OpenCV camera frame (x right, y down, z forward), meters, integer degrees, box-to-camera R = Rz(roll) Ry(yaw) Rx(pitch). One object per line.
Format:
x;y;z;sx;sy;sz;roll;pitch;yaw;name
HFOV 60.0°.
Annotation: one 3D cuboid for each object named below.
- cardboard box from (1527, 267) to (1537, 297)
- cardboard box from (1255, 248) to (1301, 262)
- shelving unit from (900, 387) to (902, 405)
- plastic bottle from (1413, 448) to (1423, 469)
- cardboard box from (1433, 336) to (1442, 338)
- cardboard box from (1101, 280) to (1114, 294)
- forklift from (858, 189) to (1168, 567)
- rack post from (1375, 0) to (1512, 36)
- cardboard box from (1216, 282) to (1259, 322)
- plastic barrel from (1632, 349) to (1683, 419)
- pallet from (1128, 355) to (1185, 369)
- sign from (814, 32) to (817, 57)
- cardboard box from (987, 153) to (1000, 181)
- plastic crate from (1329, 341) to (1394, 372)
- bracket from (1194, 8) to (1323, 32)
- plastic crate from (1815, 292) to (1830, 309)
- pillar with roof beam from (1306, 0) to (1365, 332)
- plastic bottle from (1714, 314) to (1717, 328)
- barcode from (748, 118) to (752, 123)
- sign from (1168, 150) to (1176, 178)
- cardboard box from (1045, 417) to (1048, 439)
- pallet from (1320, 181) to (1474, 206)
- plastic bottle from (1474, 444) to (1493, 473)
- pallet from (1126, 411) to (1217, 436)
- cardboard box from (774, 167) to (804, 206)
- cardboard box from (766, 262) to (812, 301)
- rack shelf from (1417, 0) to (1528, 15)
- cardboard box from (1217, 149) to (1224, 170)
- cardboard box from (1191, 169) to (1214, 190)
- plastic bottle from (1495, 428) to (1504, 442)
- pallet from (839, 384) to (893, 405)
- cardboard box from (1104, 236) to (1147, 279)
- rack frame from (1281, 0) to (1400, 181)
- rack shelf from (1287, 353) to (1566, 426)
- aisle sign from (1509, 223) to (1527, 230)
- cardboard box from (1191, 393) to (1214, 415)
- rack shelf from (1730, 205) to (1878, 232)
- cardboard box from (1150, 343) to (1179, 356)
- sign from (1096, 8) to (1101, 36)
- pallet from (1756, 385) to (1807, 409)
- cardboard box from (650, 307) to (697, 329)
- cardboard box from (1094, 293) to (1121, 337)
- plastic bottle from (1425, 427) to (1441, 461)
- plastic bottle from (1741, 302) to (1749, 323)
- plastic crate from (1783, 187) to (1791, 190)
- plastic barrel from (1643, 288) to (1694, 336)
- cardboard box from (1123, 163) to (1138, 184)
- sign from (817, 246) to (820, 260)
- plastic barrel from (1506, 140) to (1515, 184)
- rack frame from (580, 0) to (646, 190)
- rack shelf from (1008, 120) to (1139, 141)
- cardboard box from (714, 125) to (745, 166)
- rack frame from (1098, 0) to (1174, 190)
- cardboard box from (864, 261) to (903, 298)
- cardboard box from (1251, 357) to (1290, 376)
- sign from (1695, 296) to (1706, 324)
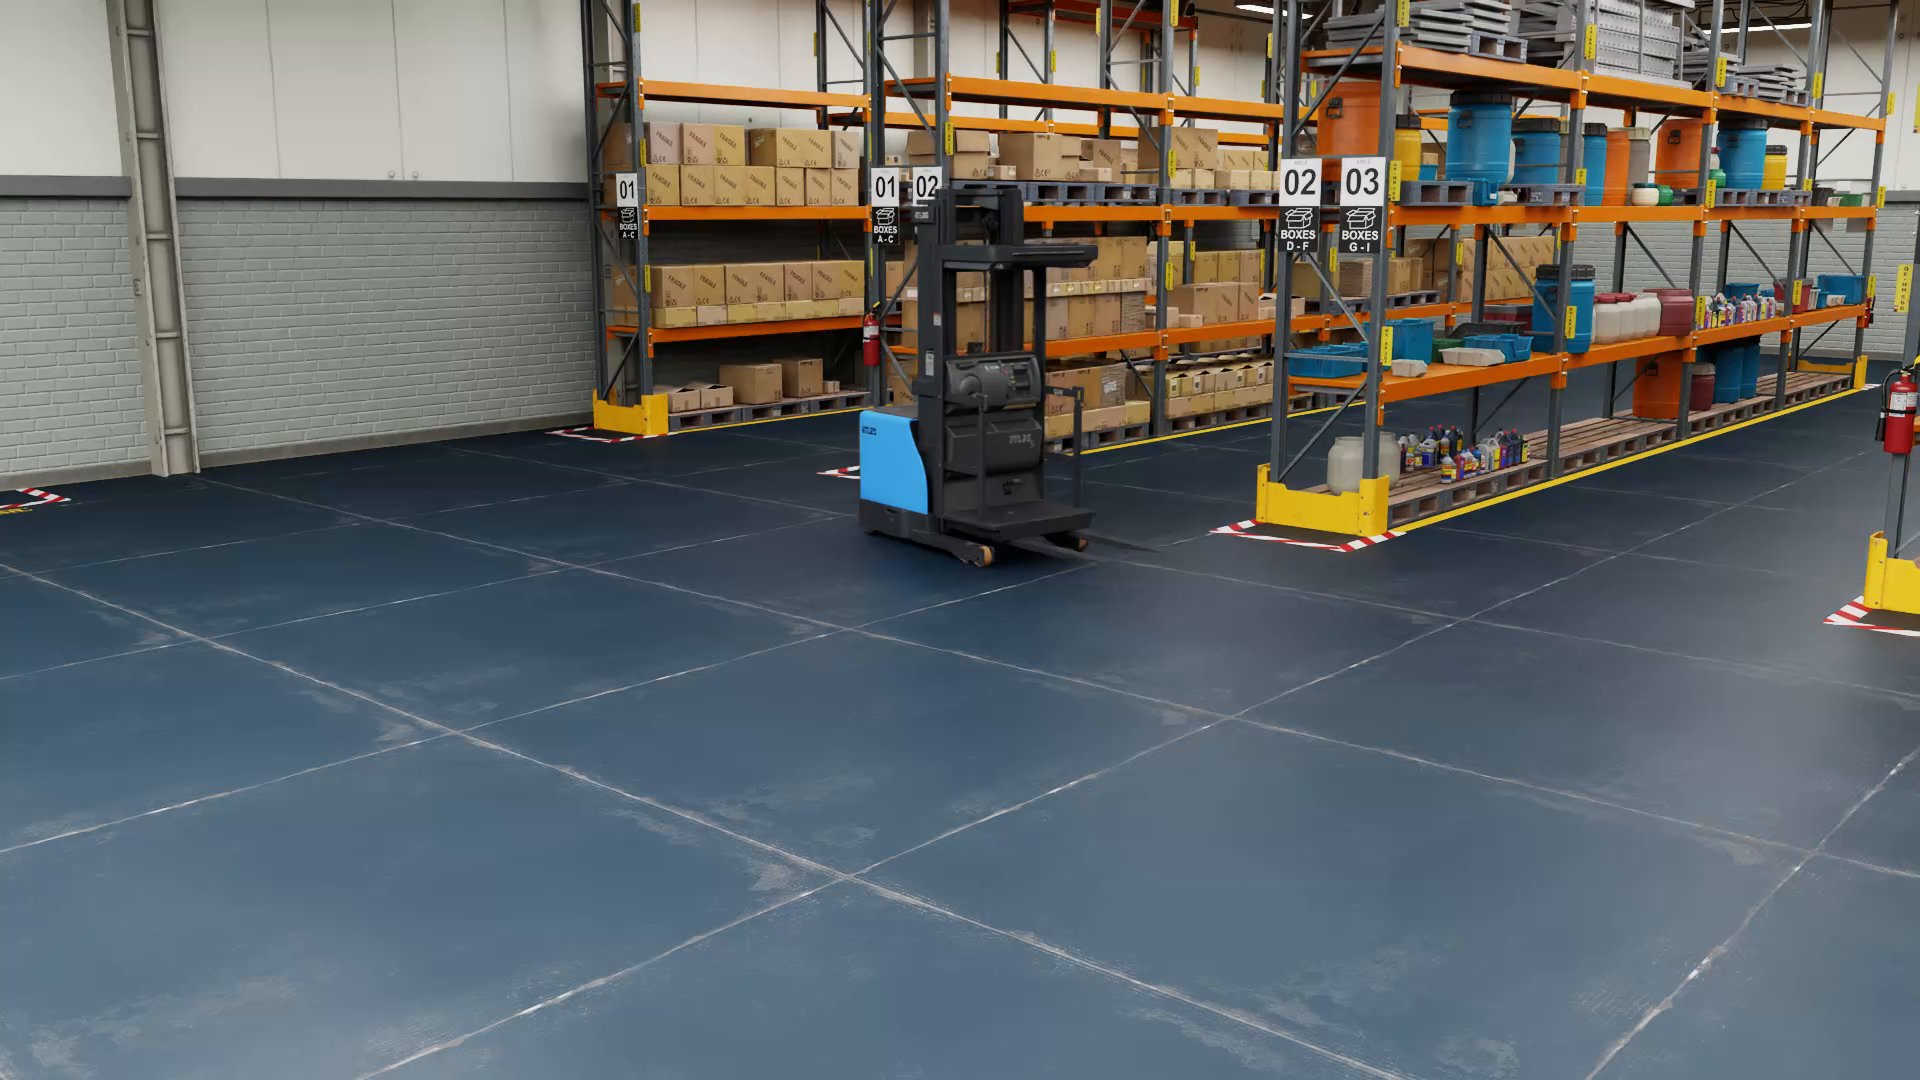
9.607;-4.442;28.539;0.500;0.500;0.500;10;15;41;cardboard box
5.986;-5.282;32.231;0.980;0.700;0.700;11;16;43;cardboard box
-0.436;-0.774;15.023;0.189;1.200;0.258;0;11;0;shelving unit
4.582;-0.816;16.660;0.097;0.201;0.097;0;11;0;plastic bottle
7.561;-3.093;27.297;0.500;0.500;0.500;10;15;40;cardboard box
1.590;-2.991;19.618;0.380;0.149;0.250;10;15;40;cardboard box
0.405;-1.332;13.399;1.130;2.935;3.031;-8;14;-36;forklift
4.450;-4.770;15.311;0.937;0.300;0.954;9;15;39;rack post
3.662;-3.194;22.290;0.500;0.500;0.500;9;14;37;cardboard box
8.786;-1.969;20.880;0.600;0.830;0.708;10;15;40;plastic barrel
3.222;-3.132;29.352;1.003;0.211;1.213;10;15;40;pallet
-2.027;-6.994;23.464;0.100;0.325;0.005;10;15;40;sign
0.406;-4.204;18.742;0.500;0.311;0.500;-10;15;-41;cardboard box
3.734;-1.710;15.495;0.499;0.251;0.408;10;15;40;plastic crate
5.728;-9.939;31.805;0.076;0.066;4.783;10;15;40;bracket
12.594;-3.542;24.561;0.416;0.233;0.300;10;15;40;plastic crate
10.681;-8.105;31.817;9.100;9.000;0.548;10;15;40;pillar with roof beam
9.495;-2.779;20.972;0.097;0.201;0.097;0;11;0;plastic bottle
-2.847;-5.699;22.578;0.001;0.075;0.075;10;15;40;barcode
2.535;-4.497;19.889;0.100;0.325;0.005;10;15;40;sign
0.655;-1.272;18.871;0.500;0.250;0.500;10;15;40;cardboard box
3.815;-3.063;14.715;1.003;0.211;1.213;10;15;40;pallet
5.177;-0.813;16.457;0.152;0.276;0.135;10;15;41;plastic bottle
2.574;-1.552;21.440;1.003;0.211;1.213;10;15;40;pallet
-2.435;-4.710;22.169;0.500;0.500;0.500;9;14;38;cardboard box
-2.352;-3.493;22.459;0.500;0.500;0.500;9;15;39;cardboard box
8.718;-8.496;27.123;1.077;0.370;4.000;10;15;40;rack shelf
4.356;-6.711;29.636;0.500;0.500;0.500;10;15;40;cardboard box
2.891;-4.579;21.133;0.500;0.250;0.500;8;14;35;cardboard box
5.518;-0.968;17.039;0.144;0.351;0.185;10;15;40;plastic bottle
-1.094;-2.193;24.651;1.003;0.211;1.213;10;15;40;pallet
1.829;-3.425;20.132;0.700;0.500;0.500;10;15;41;cardboard box
3.195;-4.518;13.856;1.000;3.000;0.127;10;15;40;rack frame
4.515;-1.518;15.987;1.077;0.370;4.000;10;15;40;rack shelf
9.863;-5.894;29.425;0.394;0.787;0.004;10;15;40;aisle sign
2.908;-1.765;21.340;0.500;0.250;0.500;10;15;42;cardboard box
12.436;-4.754;24.533;1.077;0.370;4.000;10;15;40;rack shelf
3.343;-3.662;29.303;0.750;0.750;0.750;10;15;41;cardboard box
1.702;-6.313;20.255;0.100;0.325;0.005;10;15;40;sign
11.573;-2.087;24.123;1.003;0.211;1.213;10;15;40;pallet
-3.686;-2.824;21.023;0.500;0.250;0.500;9;15;39;cardboard box
1.486;-2.710;19.866;0.700;0.500;0.500;10;15;40;cardboard box
4.866;-0.988;17.142;0.144;0.351;0.185;9;14;38;plastic bottle
10.283;-2.999;21.885;0.152;0.276;0.135;10;15;40;plastic bottle
12.062;-5.057;24.515;0.437;0.282;0.530;10;15;40;plastic crate
8.397;-2.712;19.785;0.600;0.536;0.708;10;15;40;plastic barrel
2.692;-6.153;28.320;0.700;0.500;0.500;9;15;39;cardboard box
-2.026;-4.084;24.047;0.100;0.325;0.005;10;15;40;sign
5.404;-3.858;16.854;0.421;0.512;0.421;0;11;0;plastic barrel
-4.247;-5.799;20.269;1.000;3.000;0.127;10;15;40;rack frame
2.354;-6.721;27.745;1.077;0.370;4.000;10;15;40;rack shelf
-3.111;-5.046;21.301;0.500;0.500;0.500;10;15;42;cardboard box
2.117;-5.747;20.012;1.000;3.000;0.127;10;15;40;rack frame
-1.245;-3.781;24.103;0.700;0.500;0.500;10;15;41;cardboard box
4.259;-2.340;22.787;0.500;0.311;0.500;9;15;39;cardboard box
8.894;-2.763;19.970;0.100;0.325;0.005;10;15;40;sign
